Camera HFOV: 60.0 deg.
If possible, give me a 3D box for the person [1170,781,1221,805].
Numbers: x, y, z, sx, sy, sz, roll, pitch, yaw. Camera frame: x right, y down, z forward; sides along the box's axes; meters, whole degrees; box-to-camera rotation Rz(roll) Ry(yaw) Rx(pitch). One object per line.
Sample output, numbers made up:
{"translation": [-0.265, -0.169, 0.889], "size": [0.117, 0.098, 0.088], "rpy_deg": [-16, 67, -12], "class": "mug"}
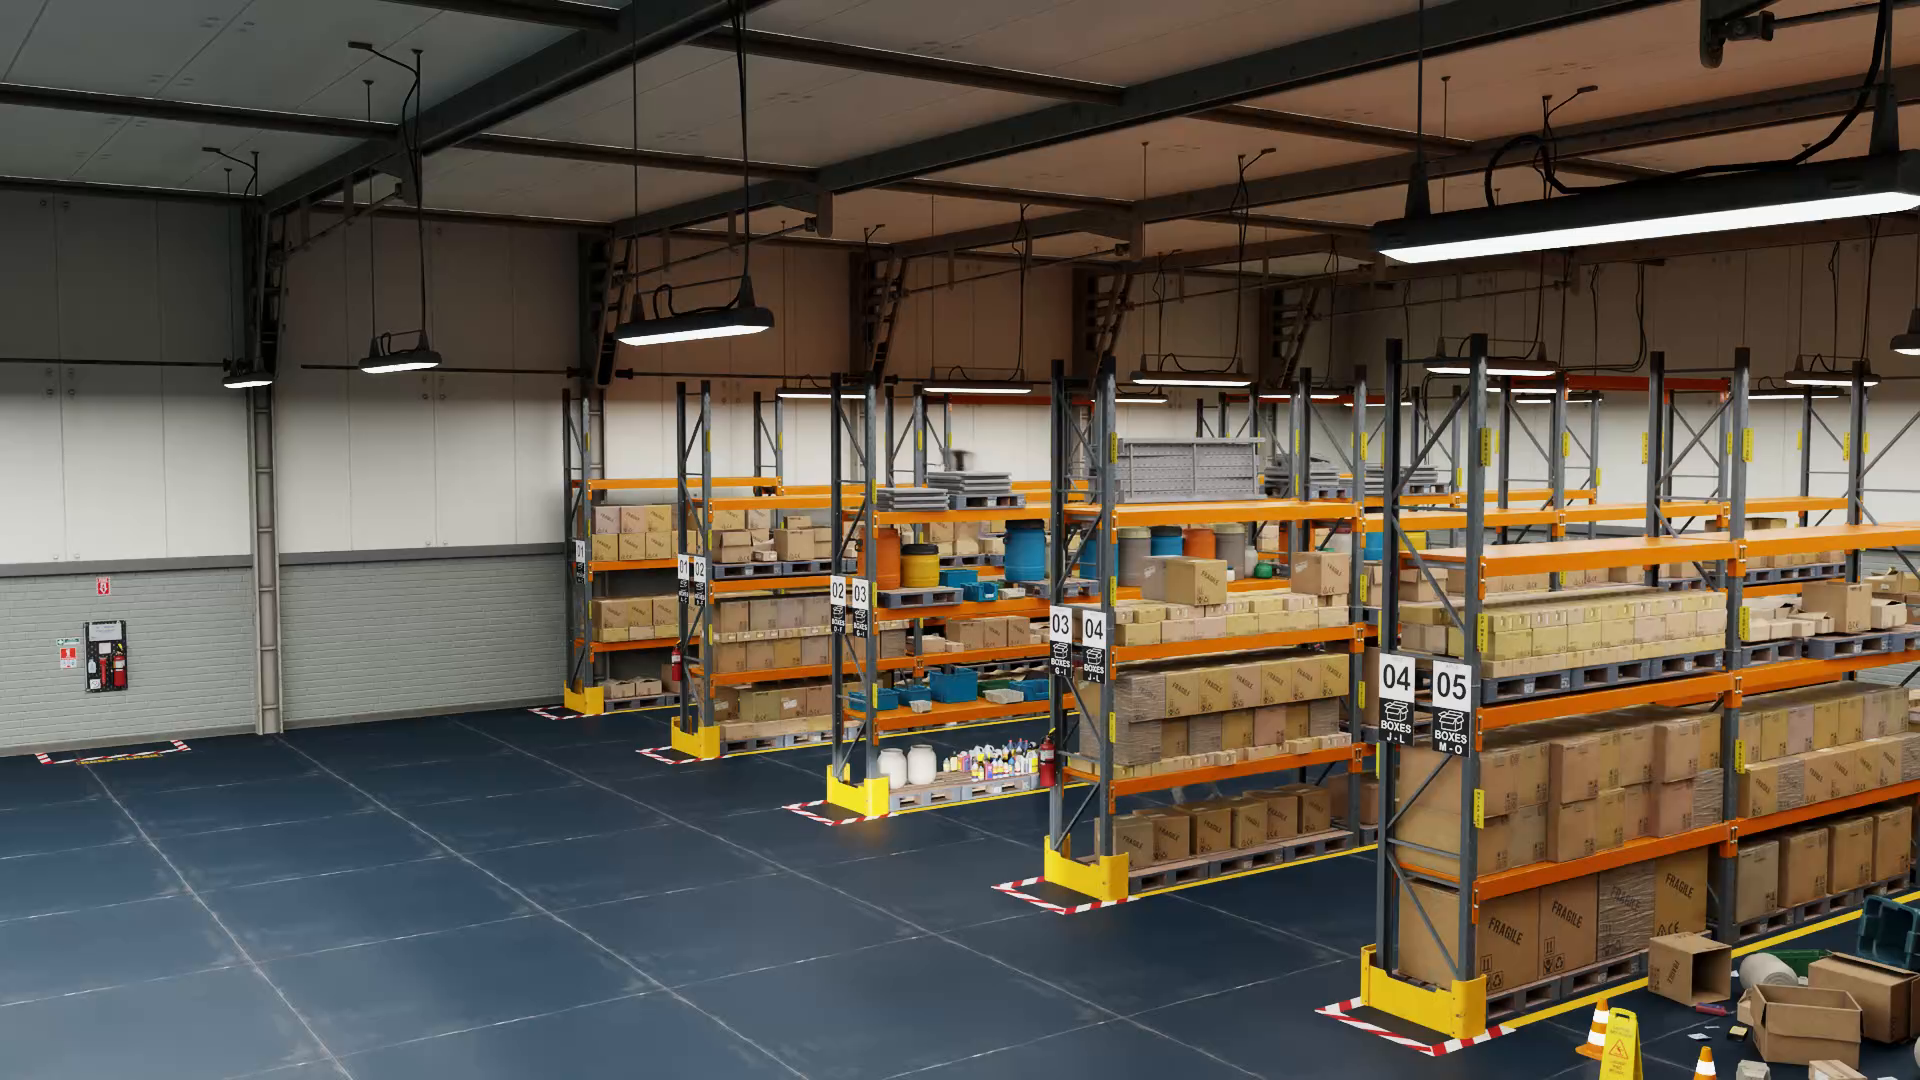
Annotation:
{"translation": [3.206, 2.976, 22.755], "size": [1.019, 1.513, 0.601], "rpy_deg": [-2, 4, -29], "class": "person"}
